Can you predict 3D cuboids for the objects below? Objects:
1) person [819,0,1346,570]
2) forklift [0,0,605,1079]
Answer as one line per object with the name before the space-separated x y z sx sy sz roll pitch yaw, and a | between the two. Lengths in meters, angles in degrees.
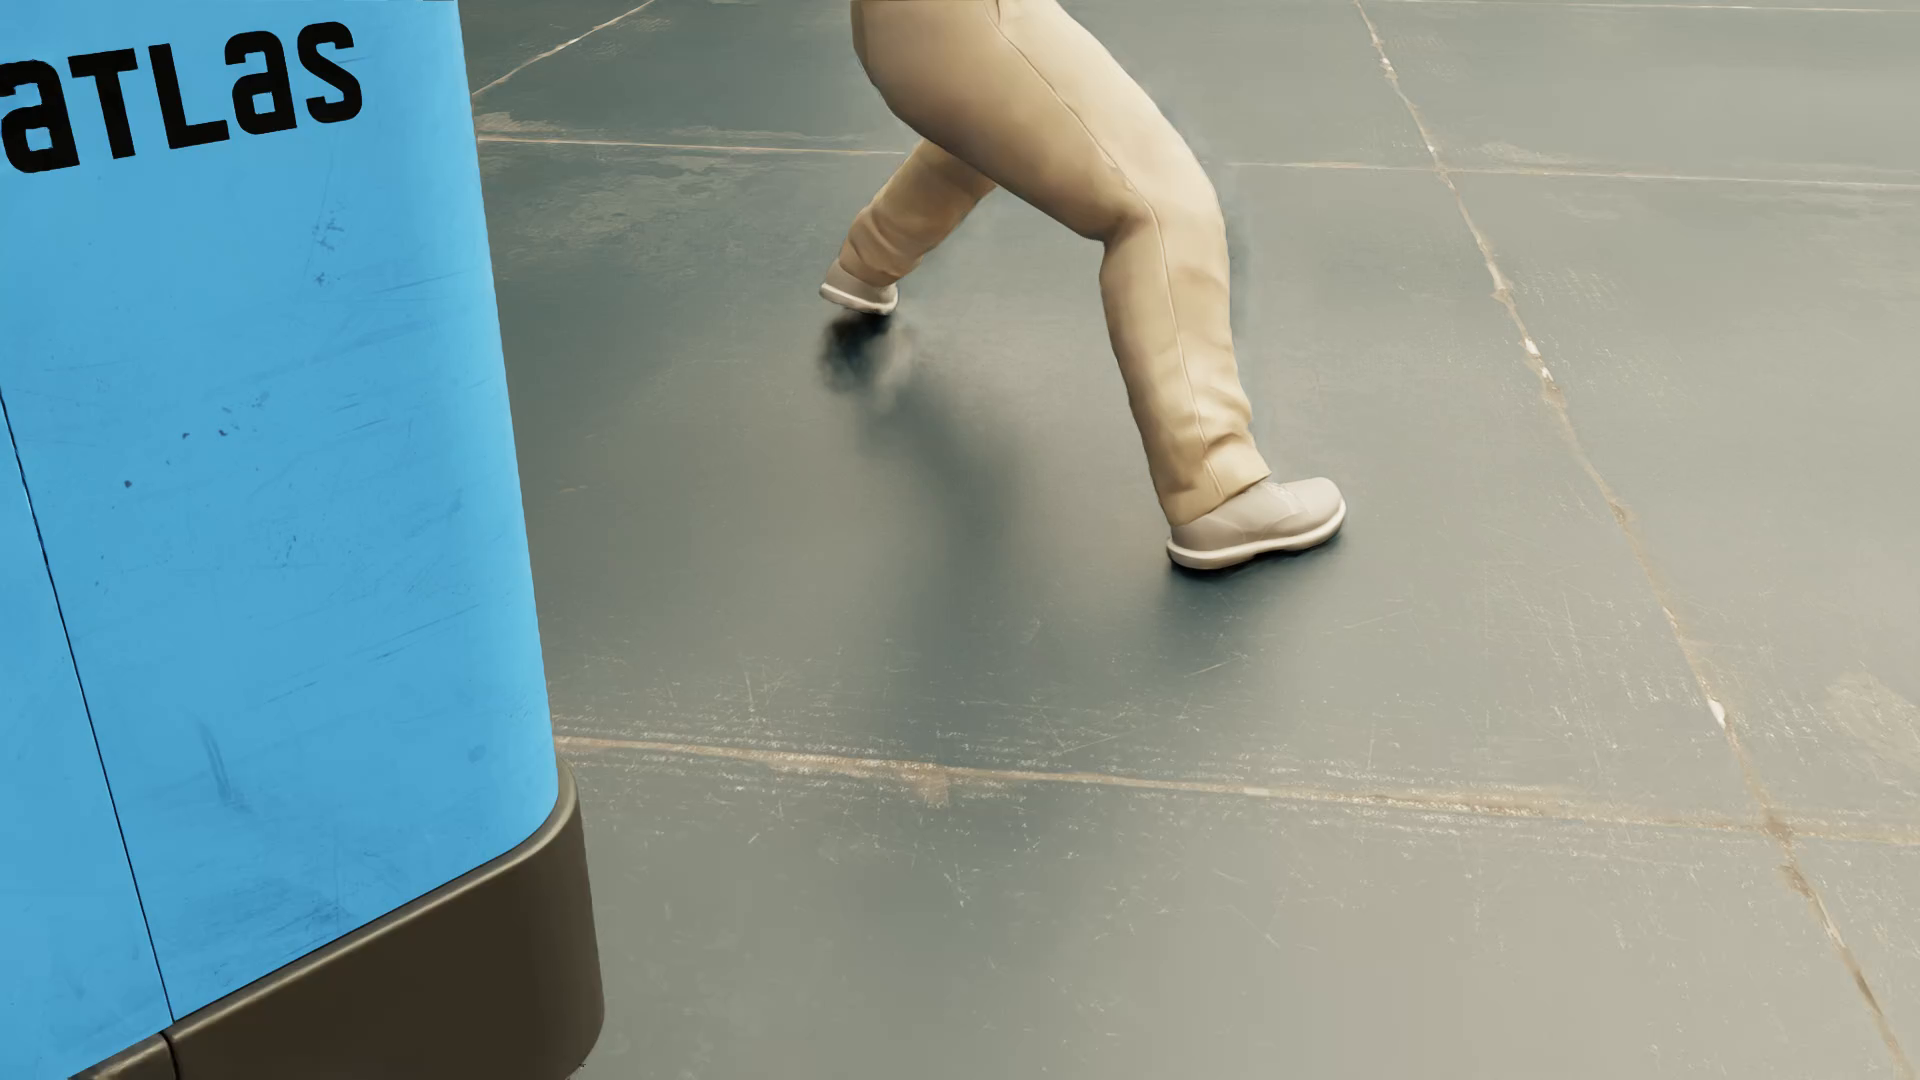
person | 0.149 -0.902 2.610 0.712 1.512 1.309 -4 27 -9
forklift | -1.698 -0.489 0.198 1.130 2.935 3.031 23 35 38
